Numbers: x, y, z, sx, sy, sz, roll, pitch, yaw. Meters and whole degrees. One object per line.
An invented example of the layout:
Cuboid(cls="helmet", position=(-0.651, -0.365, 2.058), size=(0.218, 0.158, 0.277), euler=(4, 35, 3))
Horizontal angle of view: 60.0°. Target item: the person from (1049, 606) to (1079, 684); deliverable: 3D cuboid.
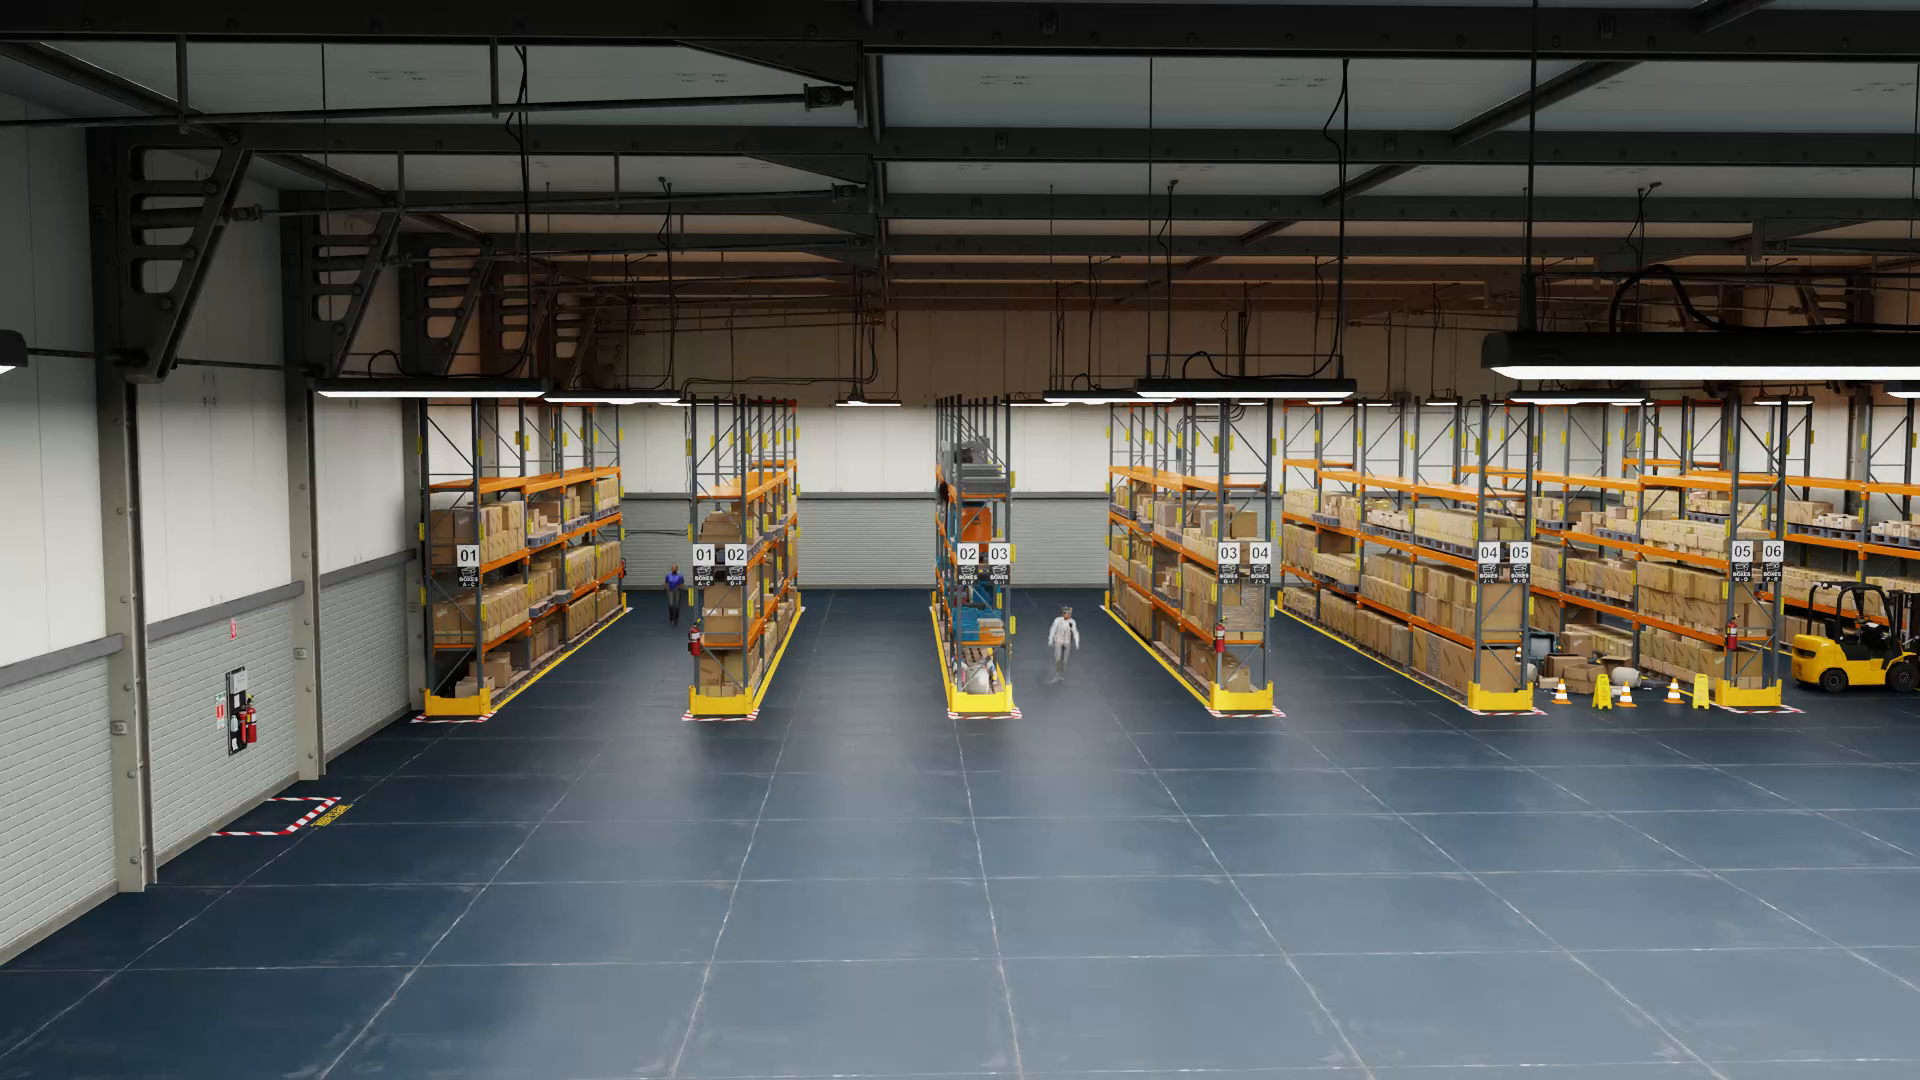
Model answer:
Cuboid(cls="person", position=(2.182, 2.185, 34.901), size=(0.590, 1.625, 0.712), euler=(-1, 5, -10))

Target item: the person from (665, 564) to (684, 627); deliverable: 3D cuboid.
Cuboid(cls="person", position=(-7.546, 1.460, 43.971), size=(0.488, 1.670, 0.802), euler=(-1, 5, -11))
